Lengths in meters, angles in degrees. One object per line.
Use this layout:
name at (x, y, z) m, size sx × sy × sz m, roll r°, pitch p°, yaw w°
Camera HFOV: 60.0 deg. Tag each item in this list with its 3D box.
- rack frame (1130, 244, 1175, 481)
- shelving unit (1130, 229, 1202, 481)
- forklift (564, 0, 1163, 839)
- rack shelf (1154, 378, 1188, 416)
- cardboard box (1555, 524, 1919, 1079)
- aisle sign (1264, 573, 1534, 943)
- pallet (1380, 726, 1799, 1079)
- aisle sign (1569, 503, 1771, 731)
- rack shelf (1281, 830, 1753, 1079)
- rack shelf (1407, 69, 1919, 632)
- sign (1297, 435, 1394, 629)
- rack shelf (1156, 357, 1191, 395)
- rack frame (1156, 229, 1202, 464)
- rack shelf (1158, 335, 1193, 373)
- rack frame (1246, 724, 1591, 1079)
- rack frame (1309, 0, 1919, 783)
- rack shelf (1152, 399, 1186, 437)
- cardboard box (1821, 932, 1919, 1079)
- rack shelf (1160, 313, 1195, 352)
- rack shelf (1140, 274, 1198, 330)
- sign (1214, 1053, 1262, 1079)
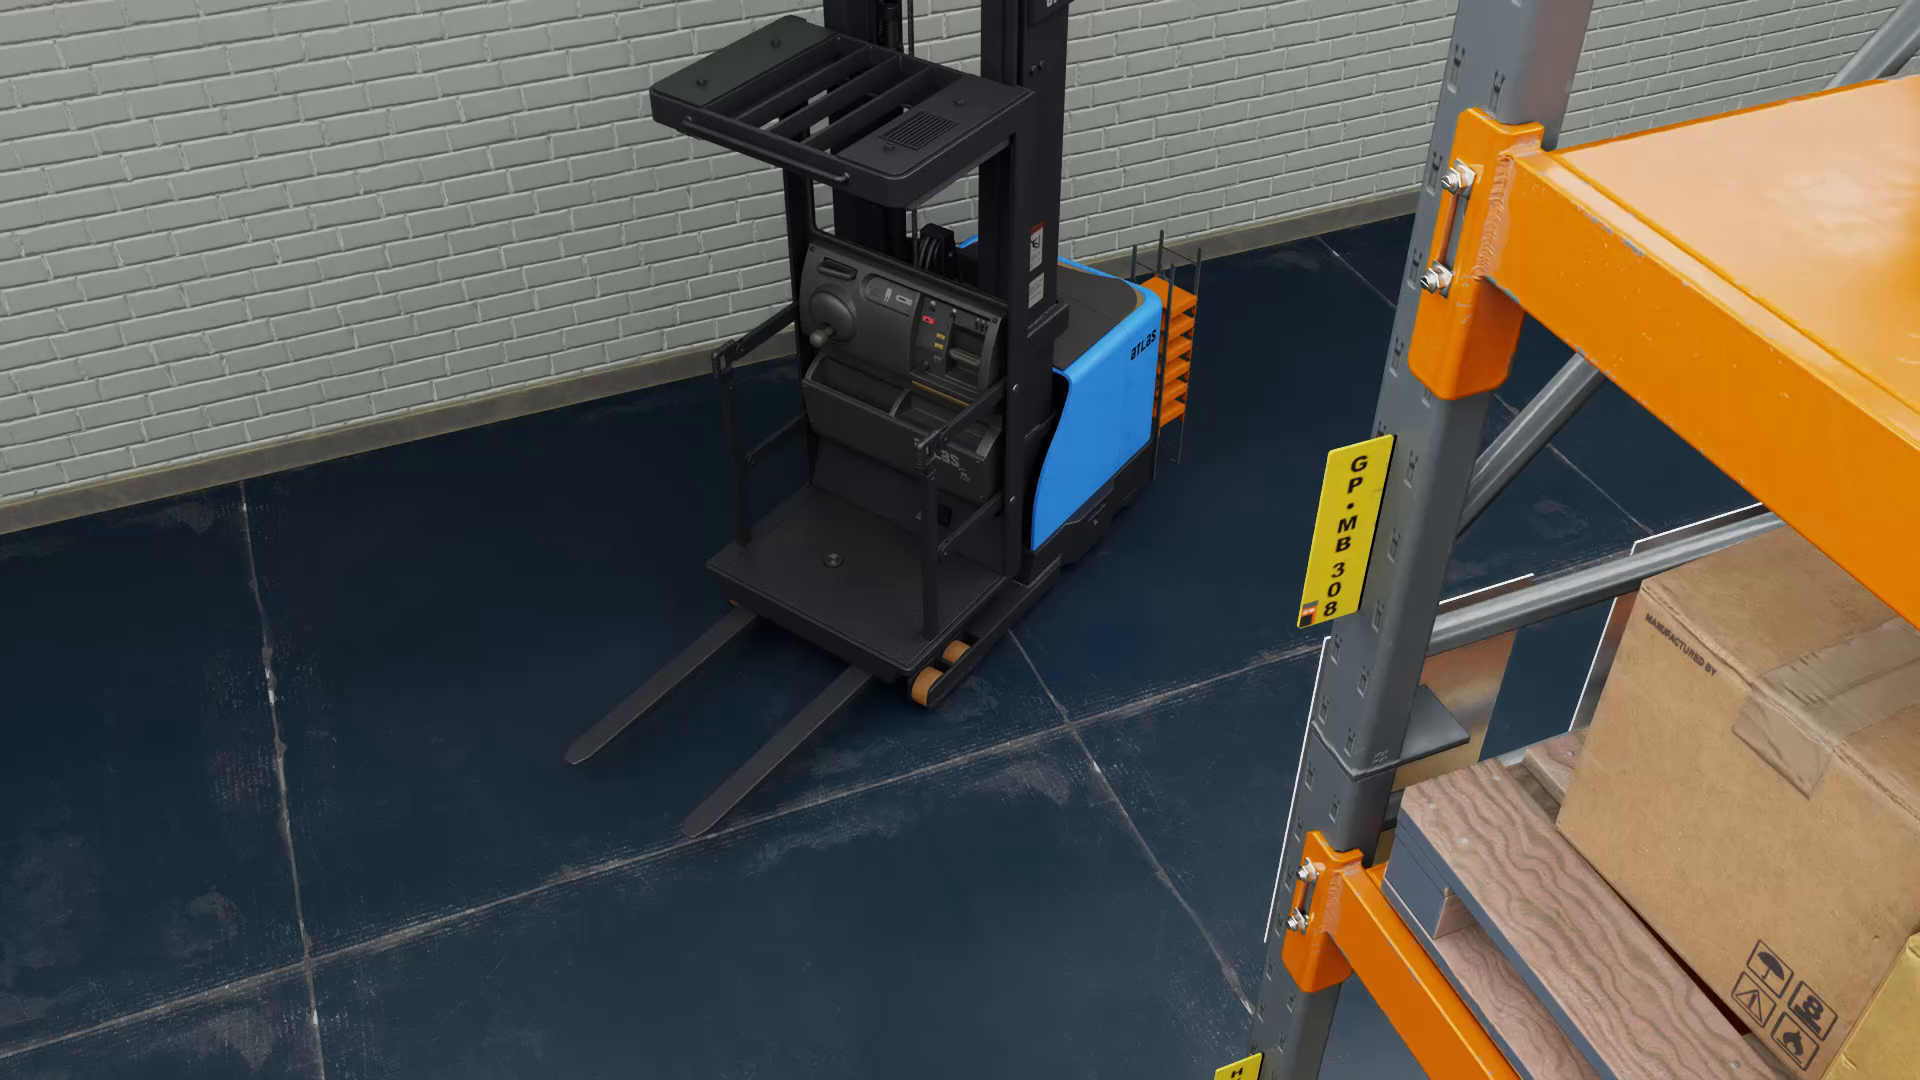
rack frame at (0.850, -0.797, 7.675) m, size 0.006 × 1.200 × 0.240 m, roll -32°, pitch 50°, yaw -32°
shelving unit at (0.916, -0.838, 7.723) m, size 0.189 × 1.200 × 0.258 m, roll -32°, pitch 50°, yaw -32°
forklift at (-0.363, -0.782, 6.330) m, size 1.130 × 2.935 × 3.031 m, roll 25°, pitch 47°, yaw 26°
rack shelf at (0.916, -0.714, 7.831) m, size 0.180 × 0.103 × 0.258 m, roll -32°, pitch 50°, yaw -32°
cardboard box at (1.304, 0.285, 2.261) m, size 0.700 × 0.500 × 0.500 m, roll -18°, pitch 44°, yaw -19°
aisle sign at (0.751, 0.403, 2.905) m, size 0.394 × 0.787 × 0.004 m, roll -15°, pitch 43°, yaw -17°
pallet at (1.349, 0.698, 2.324) m, size 1.003 × 0.211 × 1.213 m, roll -15°, pitch 43°, yaw -17°
aisle sign at (1.305, 0.253, 3.080) m, size 0.394 × 0.787 × 0.004 m, roll -15°, pitch 43°, yaw -17°
rack shelf at (1.821, 1.698, 1.645) m, size 1.077 × 0.370 × 4.000 m, roll -15°, pitch 43°, yaw -17°
rack shelf at (1.821, 0.712, 0.798) m, size 1.077 × 0.370 × 4.000 m, roll -15°, pitch 43°, yaw -17°
sign at (0.541, -0.007, 2.344) m, size 0.100 × 0.325 × 0.005 m, roll -15°, pitch 43°, yaw -17°
rack shelf at (0.916, -0.805, 7.752) m, size 0.180 × 0.103 × 0.258 m, roll -32°, pitch 50°, yaw -32°
rack frame at (0.982, -0.880, 7.771) m, size 0.006 × 1.200 × 0.240 m, roll -32°, pitch 50°, yaw -32°
rack shelf at (0.916, -0.896, 7.674) m, size 0.180 × 0.103 × 0.258 m, roll -32°, pitch 50°, yaw -32°
rack frame at (1.056, 1.357, 3.790) m, size 1.000 × 3.000 × 0.127 m, roll -15°, pitch 43°, yaw -17°
rack frame at (1.056, -0.917, 1.834) m, size 1.000 × 3.000 × 0.127 m, roll -15°, pitch 43°, yaw -17°
rack shelf at (0.916, -0.623, 7.909) m, size 0.180 × 0.103 × 0.258 m, roll -32°, pitch 50°, yaw -32°
cardboard box at (1.408, 0.654, 1.832) m, size 0.700 × 0.500 × 0.500 m, roll -17°, pitch 43°, yaw -18°
rack shelf at (0.916, -0.987, 7.596) m, size 0.180 × 0.103 × 0.258 m, roll -32°, pitch 50°, yaw -32°
rack shelf at (0.916, -1.078, 7.518) m, size 0.180 × 0.103 × 0.258 m, roll -32°, pitch 50°, yaw -32°
sign at (0.541, 1.134, 3.325) m, size 0.100 × 0.325 × 0.005 m, roll -15°, pitch 43°, yaw -17°
